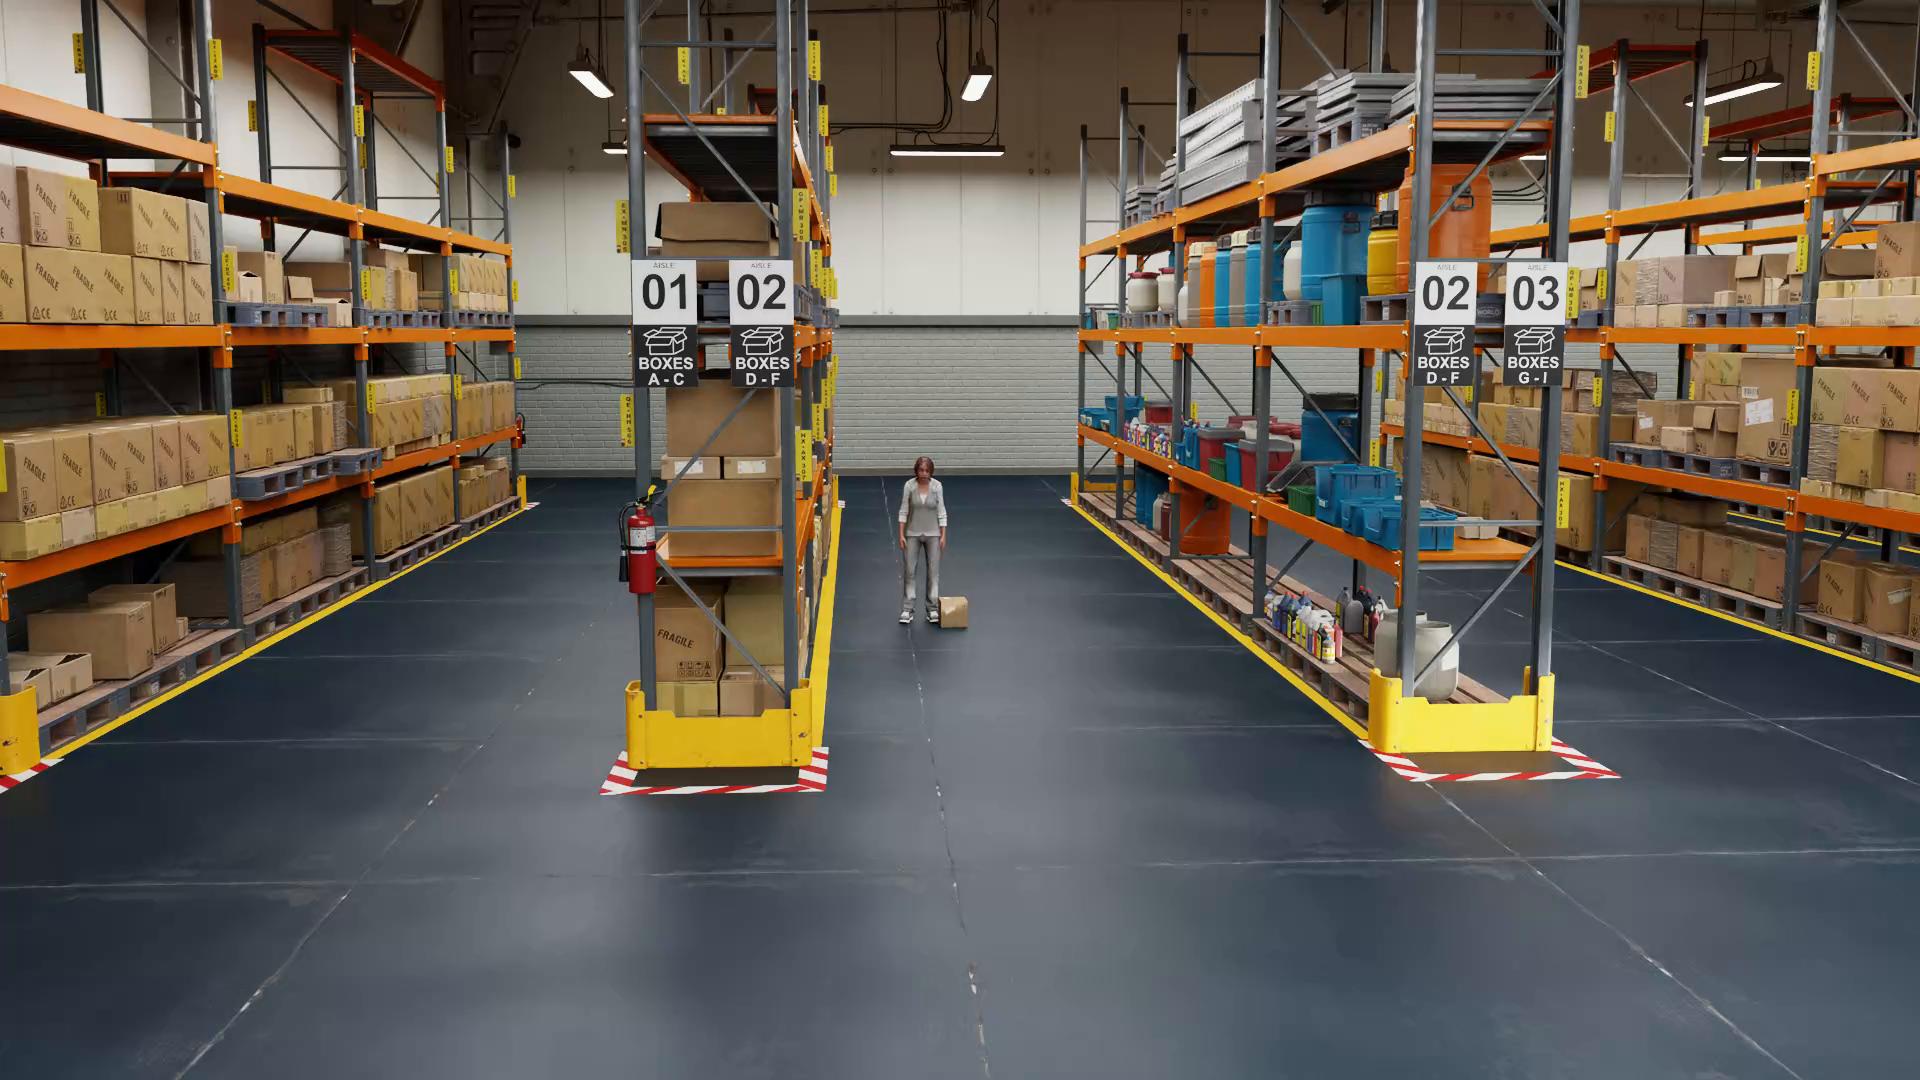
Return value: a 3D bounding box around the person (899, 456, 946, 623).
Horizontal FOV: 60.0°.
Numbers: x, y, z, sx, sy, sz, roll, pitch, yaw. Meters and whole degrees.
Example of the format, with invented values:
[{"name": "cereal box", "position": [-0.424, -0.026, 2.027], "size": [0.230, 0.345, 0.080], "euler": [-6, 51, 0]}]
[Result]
[{"name": "person", "position": [-0.357, -0.011, 15.891], "size": [0.460, 1.592, 0.344], "euler": [0, 7, -2]}]
